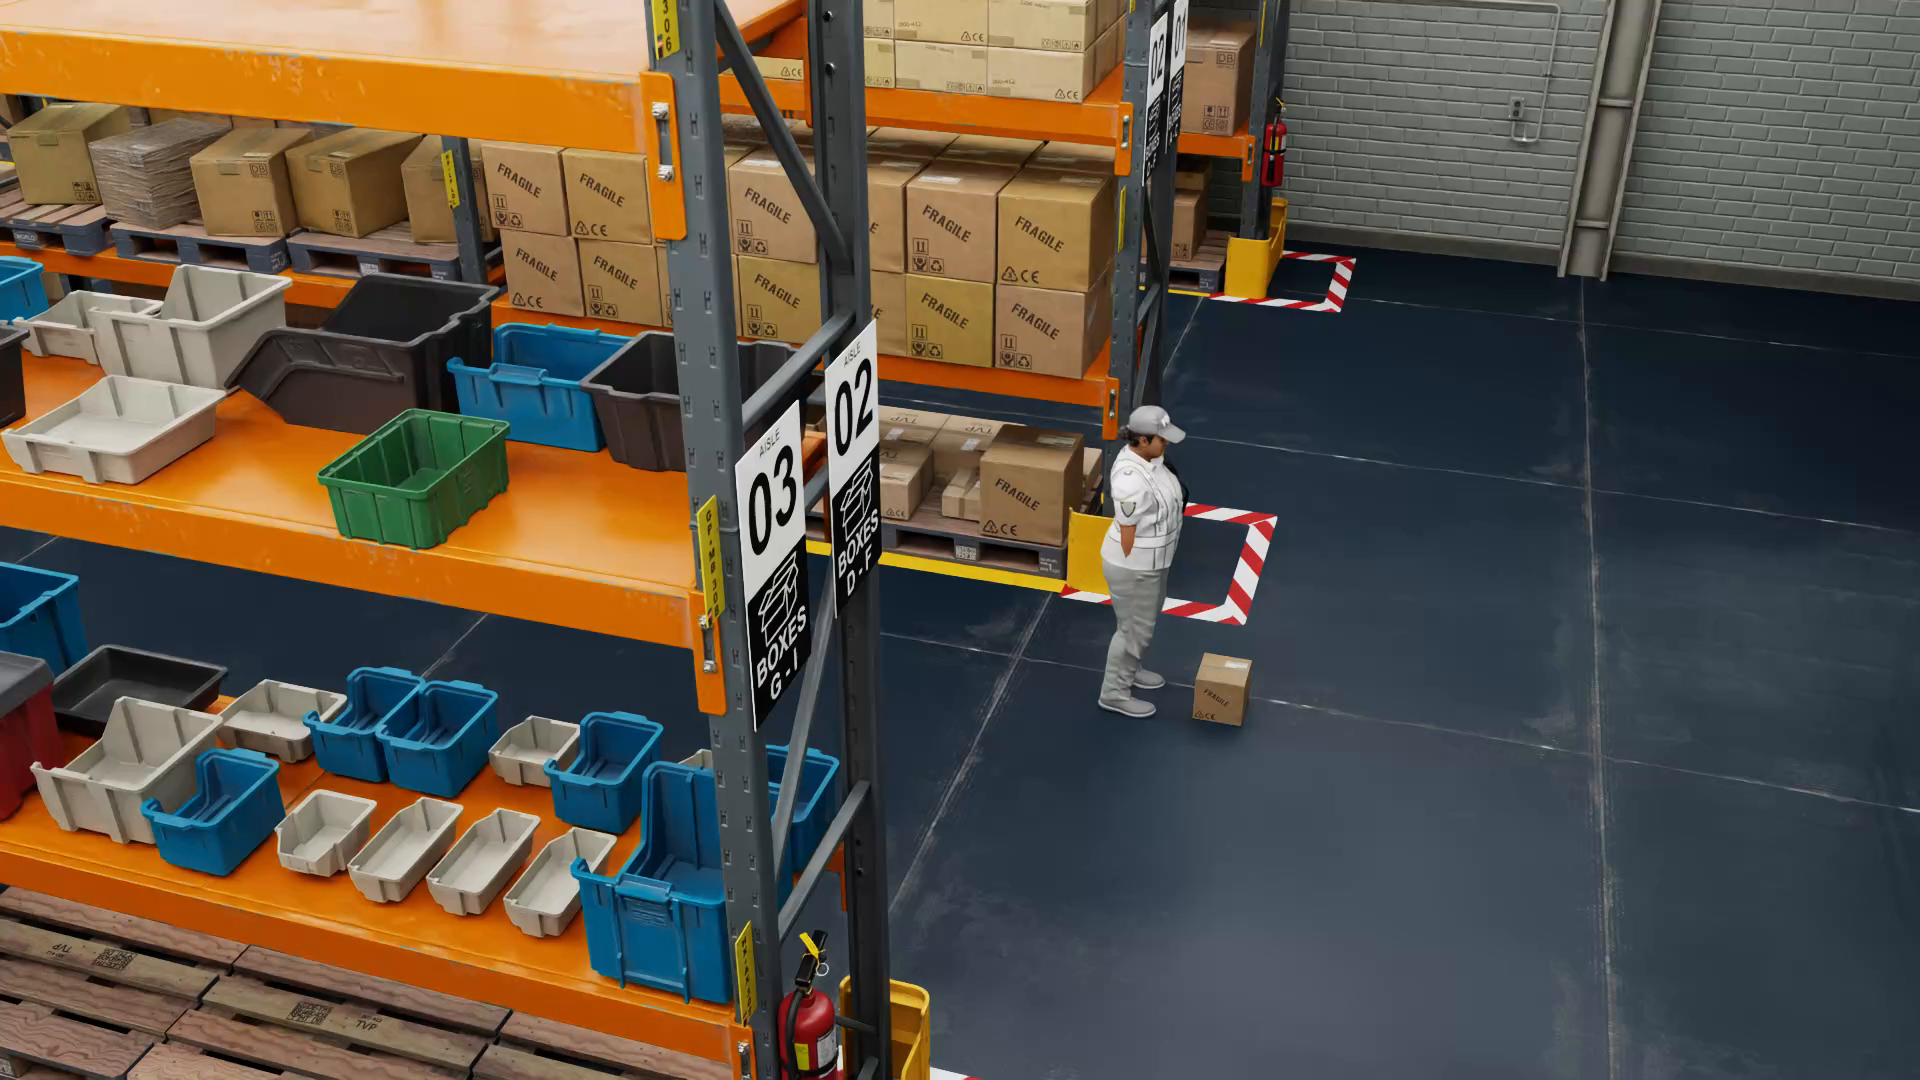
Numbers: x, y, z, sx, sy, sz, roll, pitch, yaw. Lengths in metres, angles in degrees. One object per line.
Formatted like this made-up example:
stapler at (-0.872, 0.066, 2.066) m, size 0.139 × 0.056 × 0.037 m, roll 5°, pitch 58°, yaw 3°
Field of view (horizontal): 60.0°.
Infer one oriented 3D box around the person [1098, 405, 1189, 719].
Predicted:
person at (0.912, 0.087, 8.355) m, size 0.390 × 1.659 × 0.469 m, roll 9°, pitch 31°, yaw 16°
